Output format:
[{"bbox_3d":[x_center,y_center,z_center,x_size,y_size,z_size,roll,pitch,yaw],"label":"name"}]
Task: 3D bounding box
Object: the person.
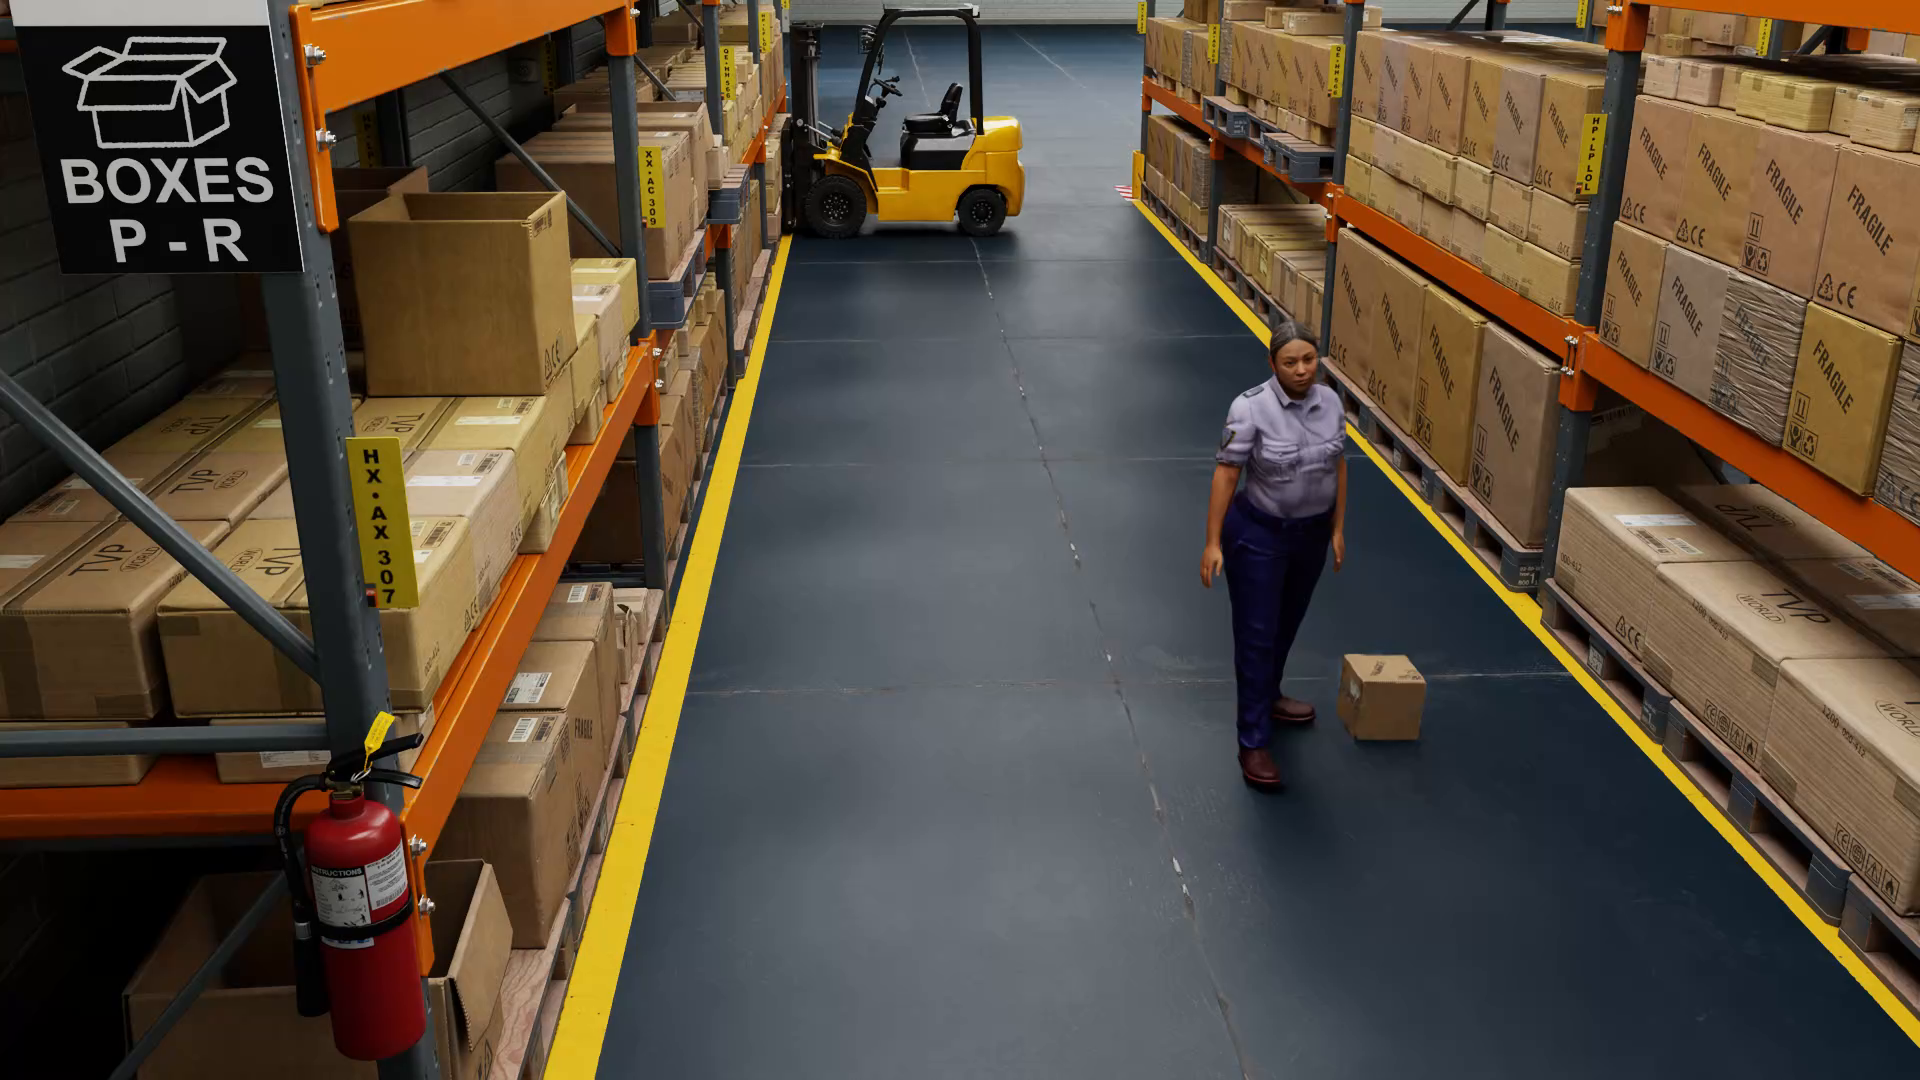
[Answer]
[{"bbox_3d":[1.157,0.015,6.024,0.626,1.634,0.615,-10,23,-25],"label":"person"}]
